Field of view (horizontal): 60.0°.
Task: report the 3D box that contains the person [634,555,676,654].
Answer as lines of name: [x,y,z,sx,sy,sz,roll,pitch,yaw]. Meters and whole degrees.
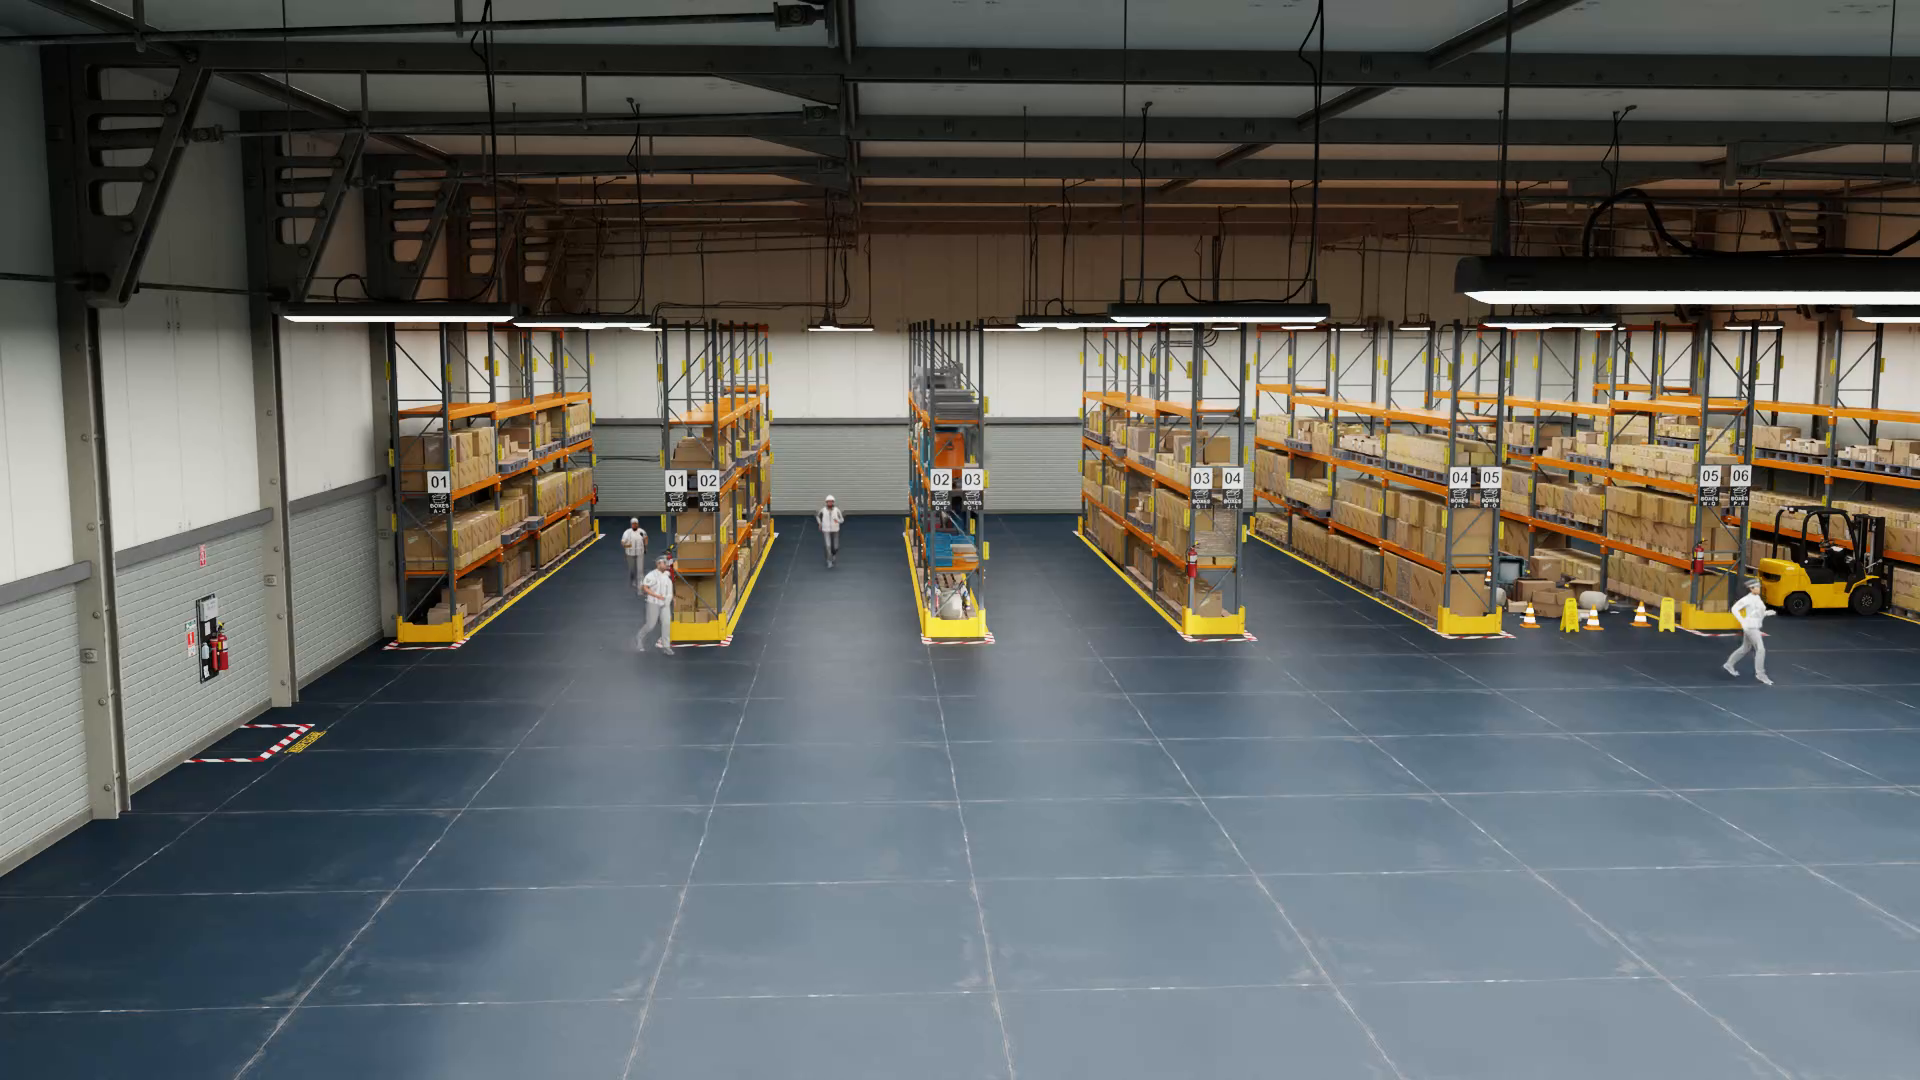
person: [-5.370,1.141,29.970,0.952,1.733,0.718,7,10,43]

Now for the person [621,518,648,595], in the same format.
person: [-7.190,0.340,36.833,0.606,1.665,0.925,-2,7,-15]

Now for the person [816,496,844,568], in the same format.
person: [-3.203,-0.223,41.036,0.659,1.750,0.930,-1,7,-11]

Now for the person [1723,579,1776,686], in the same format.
person: [13.058,1.486,27.467,0.838,1.733,0.591,6,9,40]

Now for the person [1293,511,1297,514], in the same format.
person: [9.954,-1.211,48.946,0.723,1.764,0.909,-5,8,-33]
